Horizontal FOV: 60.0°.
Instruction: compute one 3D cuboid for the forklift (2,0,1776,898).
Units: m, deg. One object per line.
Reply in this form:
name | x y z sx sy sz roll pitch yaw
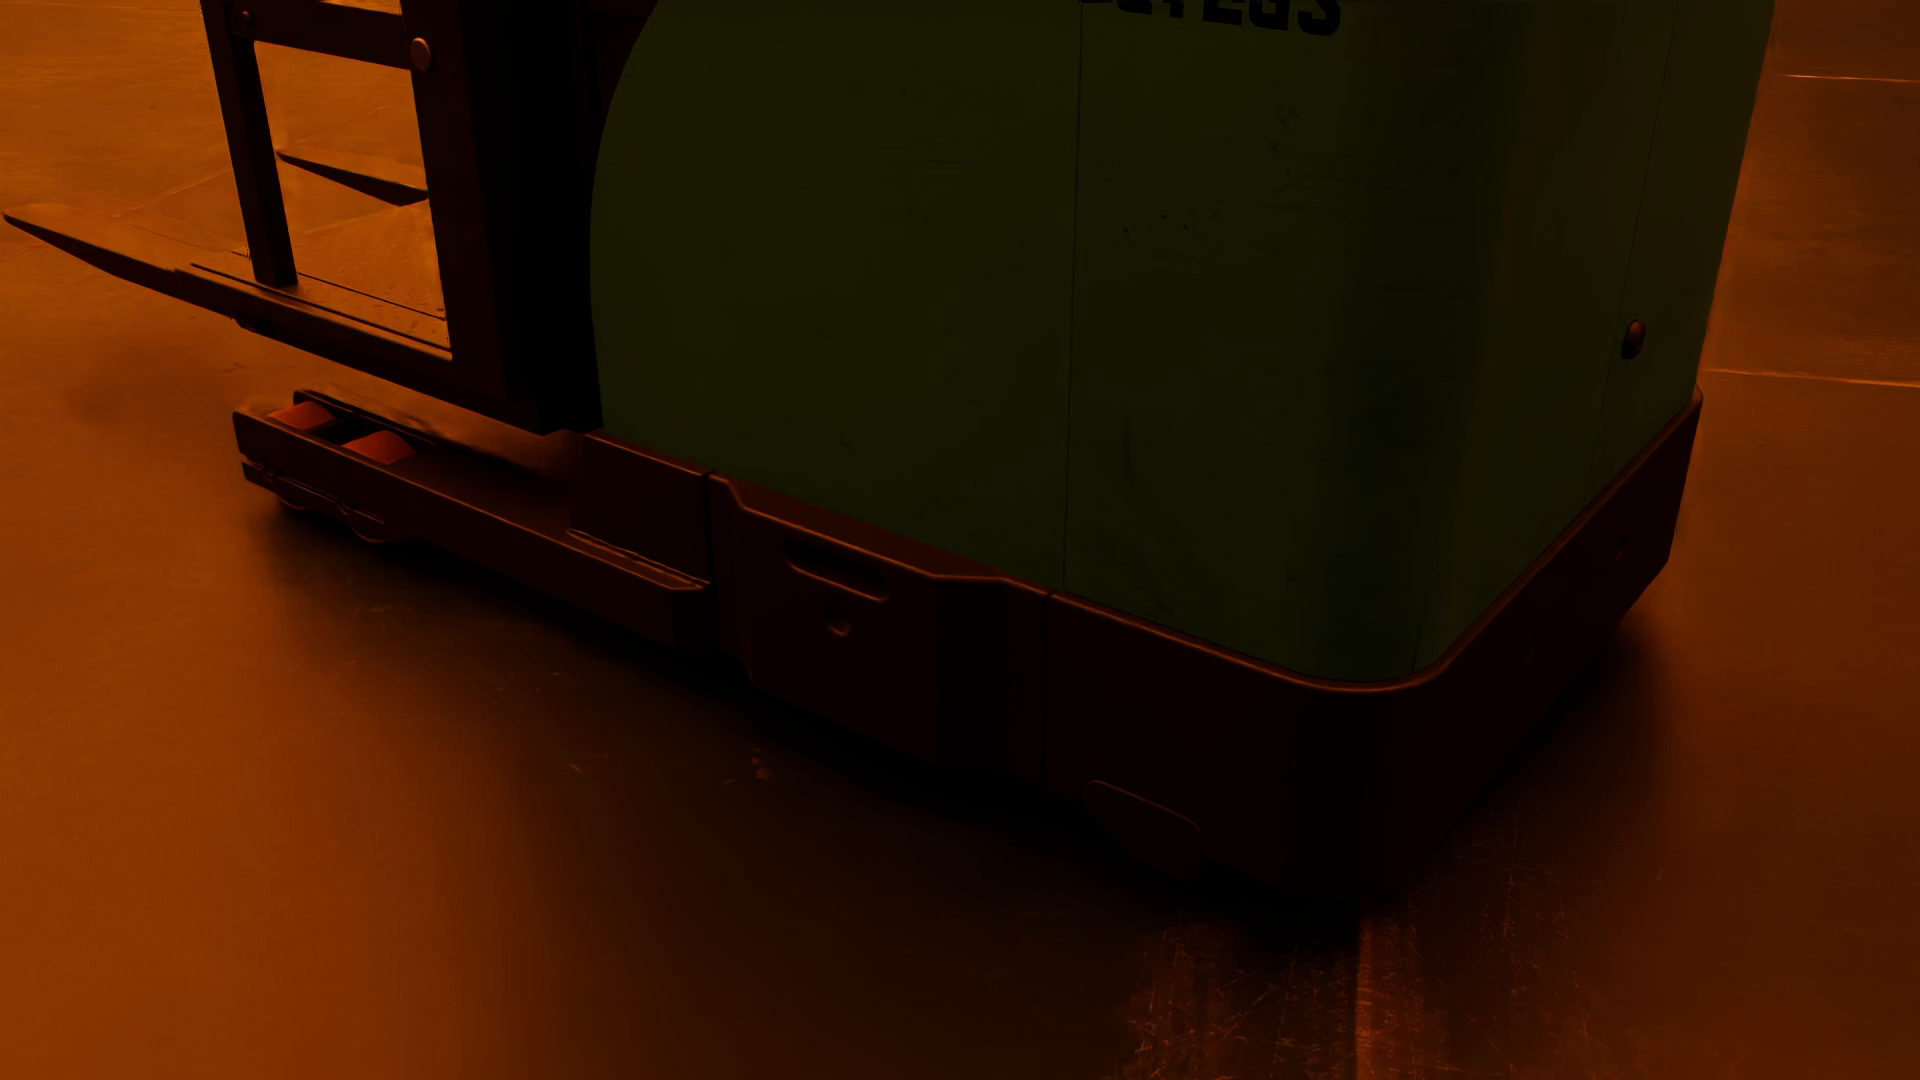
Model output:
forklift | -0.497 -1.472 2.163 3.031 2.935 1.130 19 32 33
